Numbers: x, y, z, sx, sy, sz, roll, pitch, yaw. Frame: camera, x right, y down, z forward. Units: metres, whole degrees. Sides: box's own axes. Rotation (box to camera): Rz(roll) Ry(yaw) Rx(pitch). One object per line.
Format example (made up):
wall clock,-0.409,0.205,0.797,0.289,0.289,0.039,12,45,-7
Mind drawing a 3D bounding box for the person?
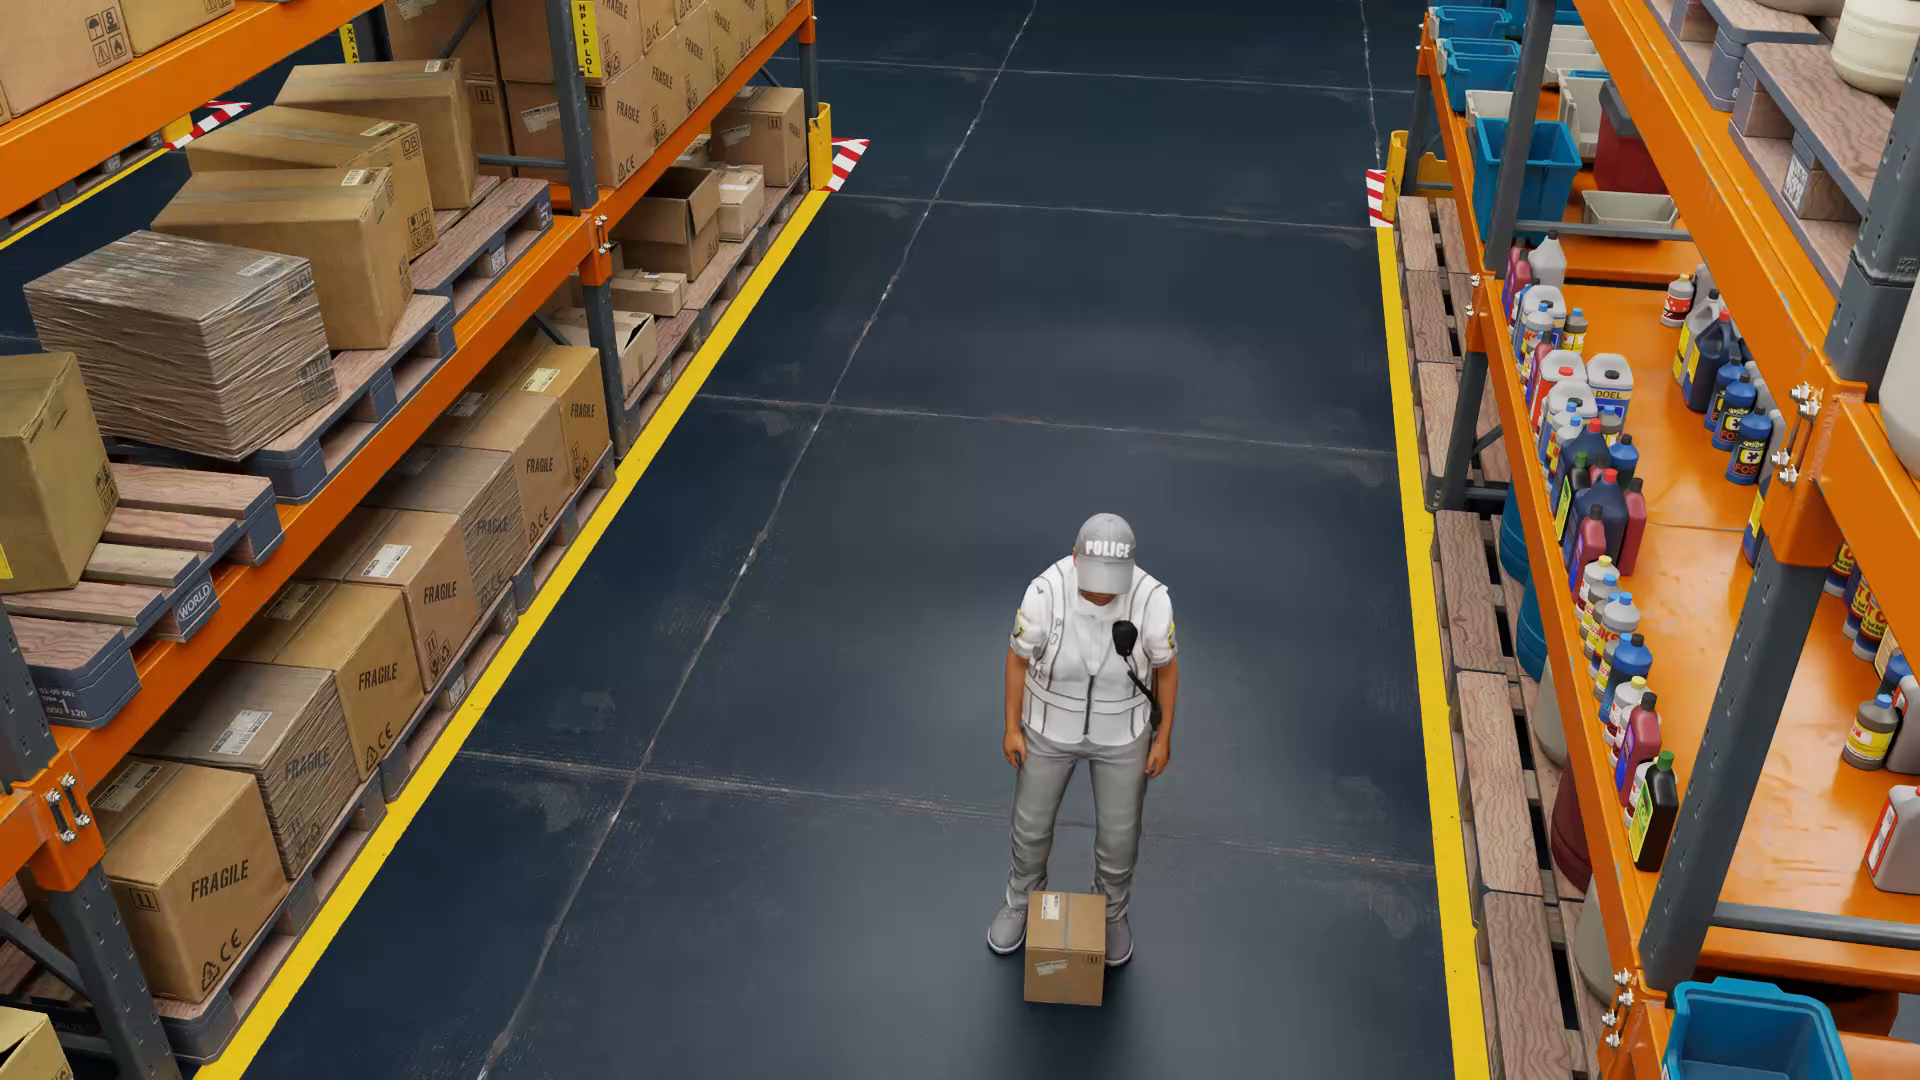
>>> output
person,0.381,0.610,5.178,0.563,1.666,0.469,3,33,5
